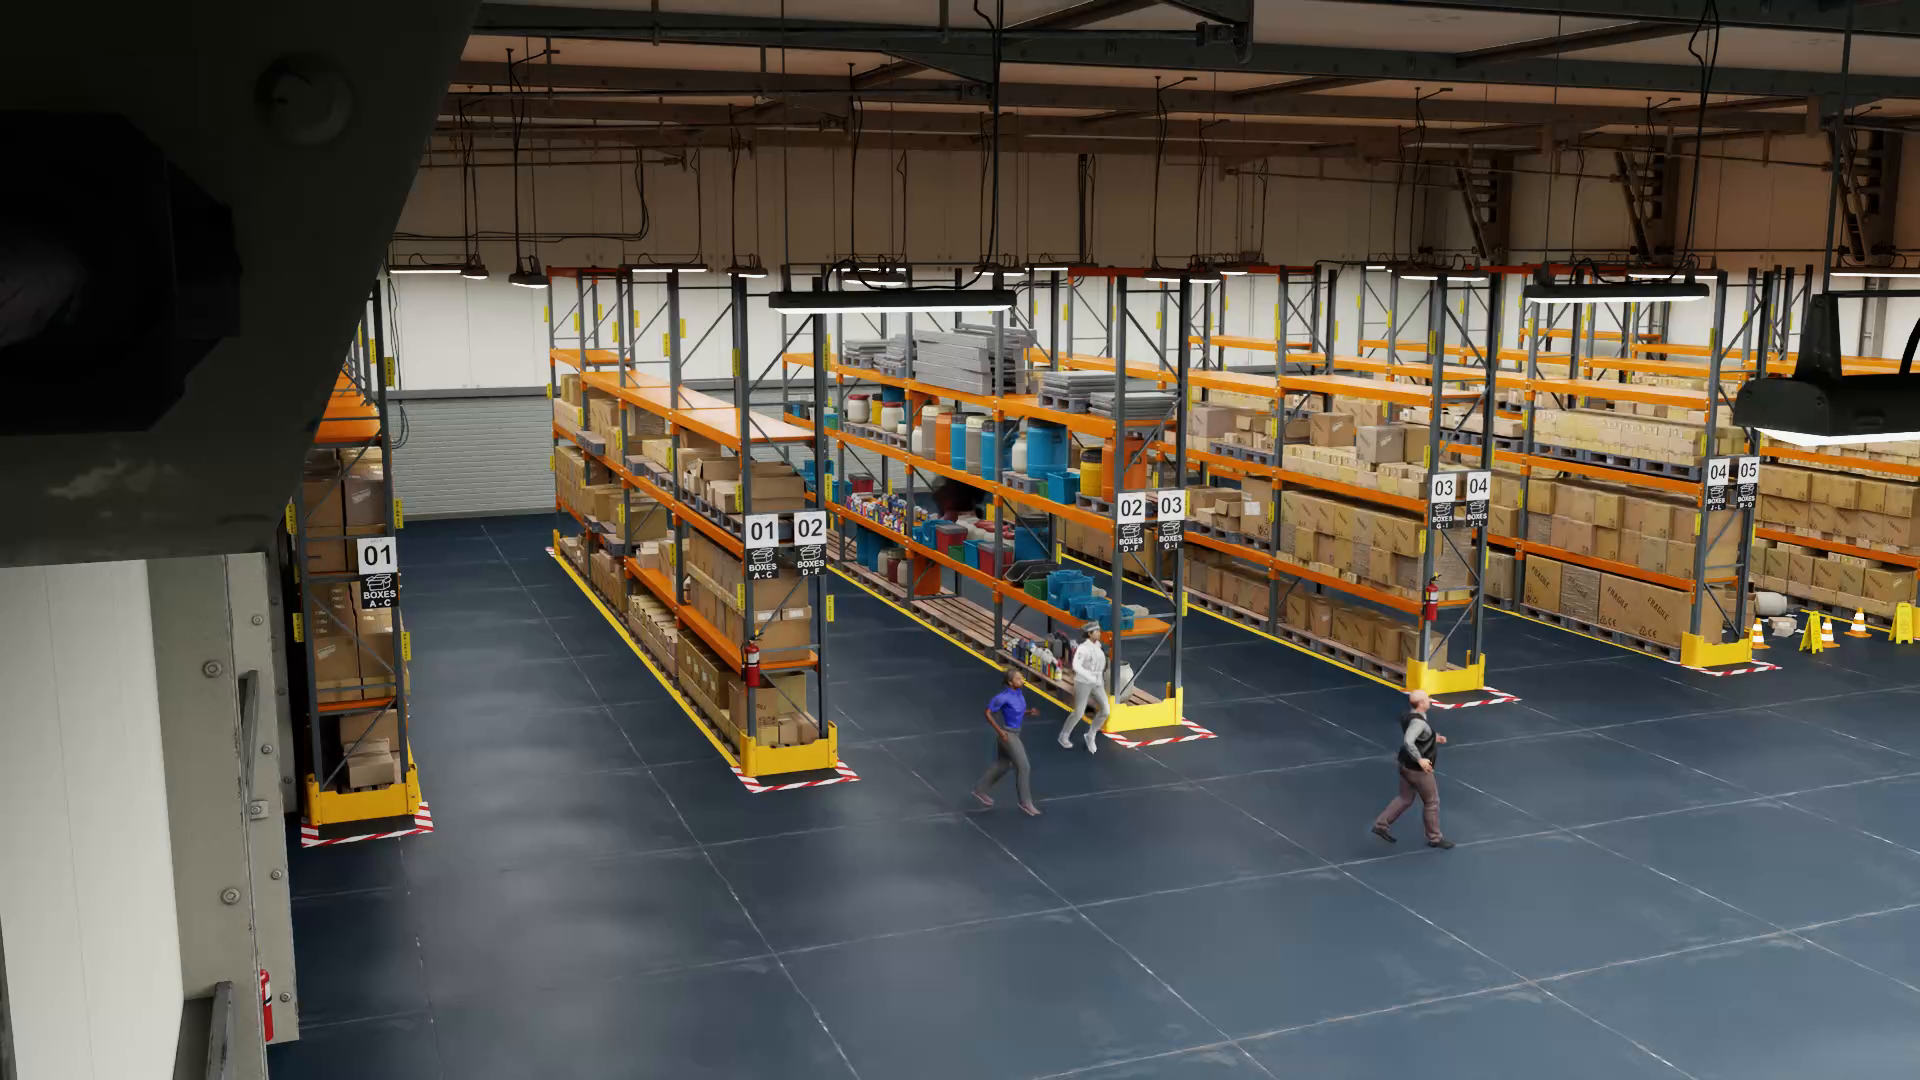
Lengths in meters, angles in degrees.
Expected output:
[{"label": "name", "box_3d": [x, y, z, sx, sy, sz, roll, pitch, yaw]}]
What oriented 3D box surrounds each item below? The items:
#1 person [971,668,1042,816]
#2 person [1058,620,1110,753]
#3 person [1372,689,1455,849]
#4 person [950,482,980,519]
[{"label": "person", "box_3d": [0.547, 2.282, 18.877, 0.811, 1.692, 0.556, 2, 10, 12]}, {"label": "person", "box_3d": [1.662, 1.856, 21.288, 0.641, 1.690, 0.675, 9, 14, 43]}, {"label": "person", "box_3d": [4.841, 2.424, 17.631, 0.872, 1.723, 0.658, -1, 10, -5]}, {"label": "person", "box_3d": [0.094, -0.393, 33.904, 0.653, 1.730, 0.644, -7, 12, -33]}]
